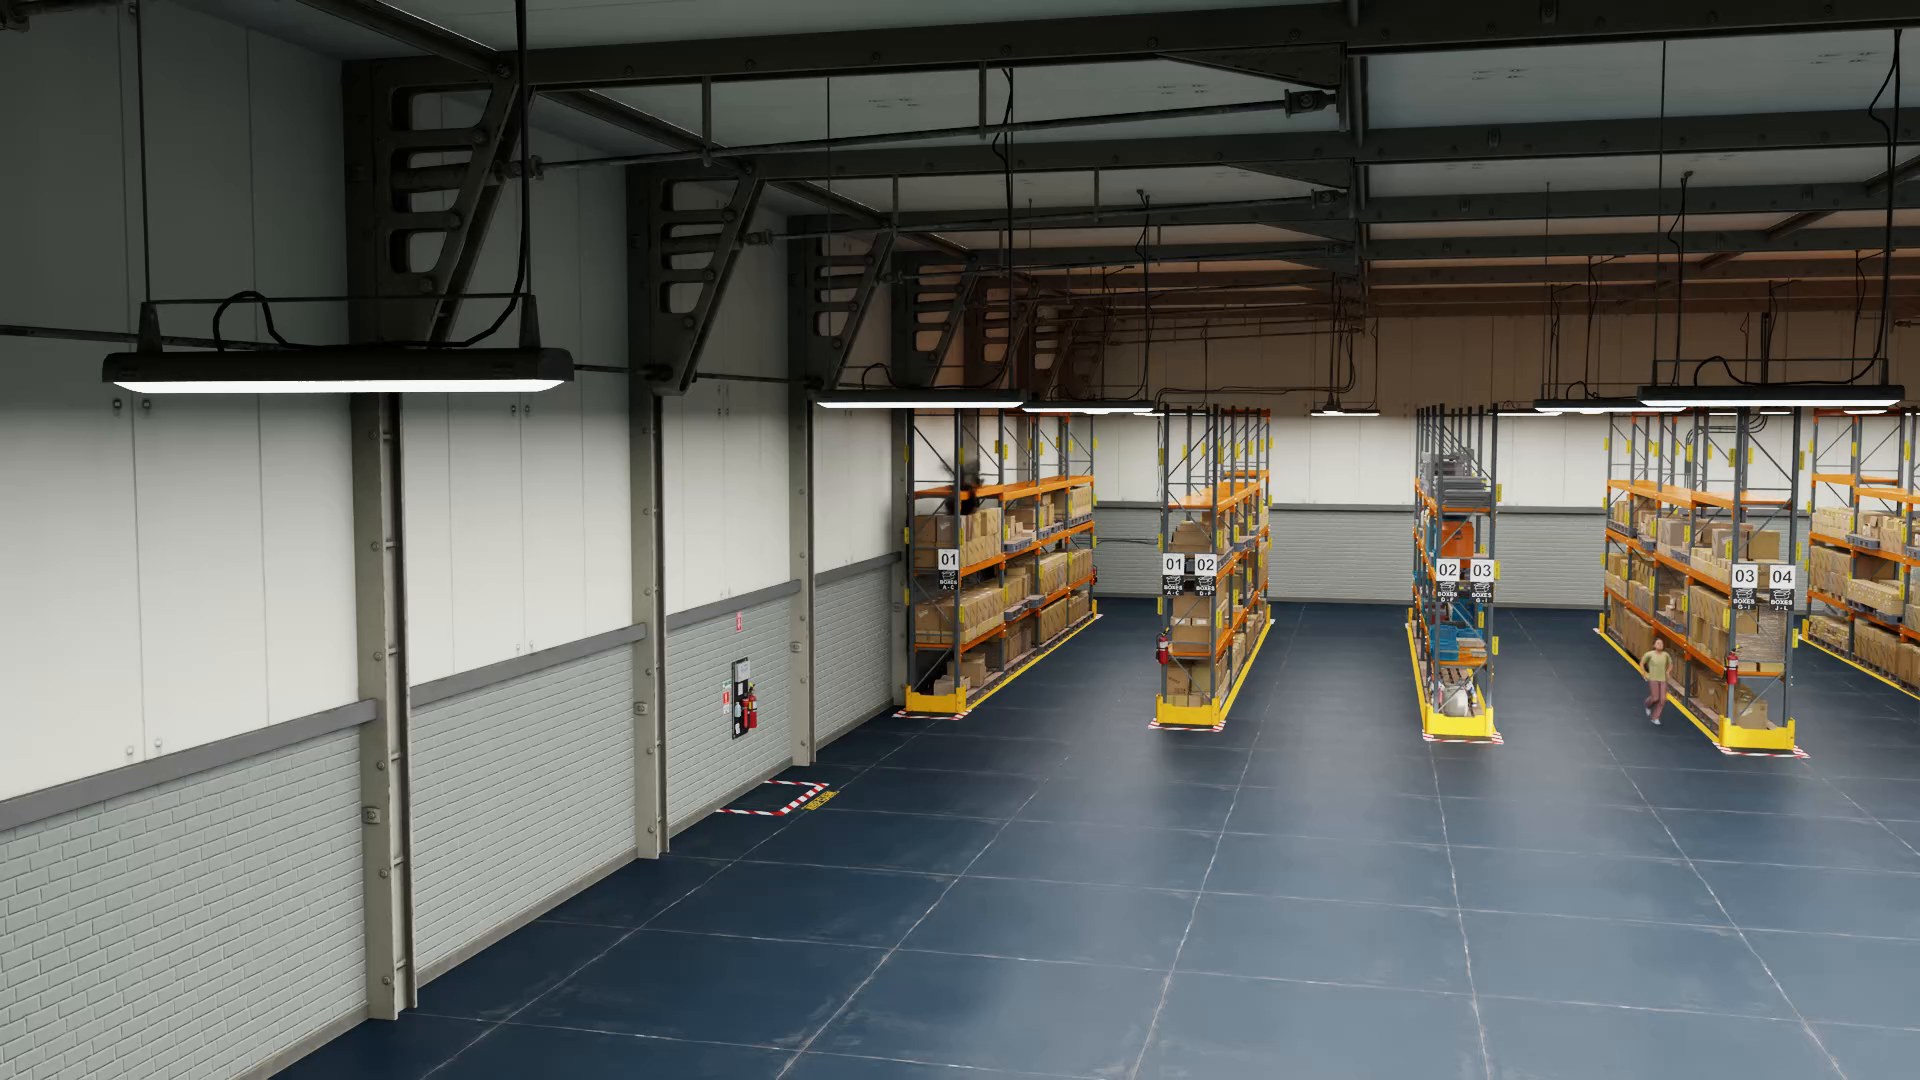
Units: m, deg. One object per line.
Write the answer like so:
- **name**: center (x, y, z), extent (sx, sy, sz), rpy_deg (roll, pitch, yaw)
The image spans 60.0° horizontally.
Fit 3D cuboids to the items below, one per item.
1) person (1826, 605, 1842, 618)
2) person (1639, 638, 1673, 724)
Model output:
- **person**: center (23.380, 1.623, 44.350), extent (0.647, 1.733, 0.683), rpy_deg (2, 5, 23)
- **person**: center (13.097, 2.631, 31.210), extent (0.581, 1.601, 0.492), rpy_deg (0, 4, 5)
